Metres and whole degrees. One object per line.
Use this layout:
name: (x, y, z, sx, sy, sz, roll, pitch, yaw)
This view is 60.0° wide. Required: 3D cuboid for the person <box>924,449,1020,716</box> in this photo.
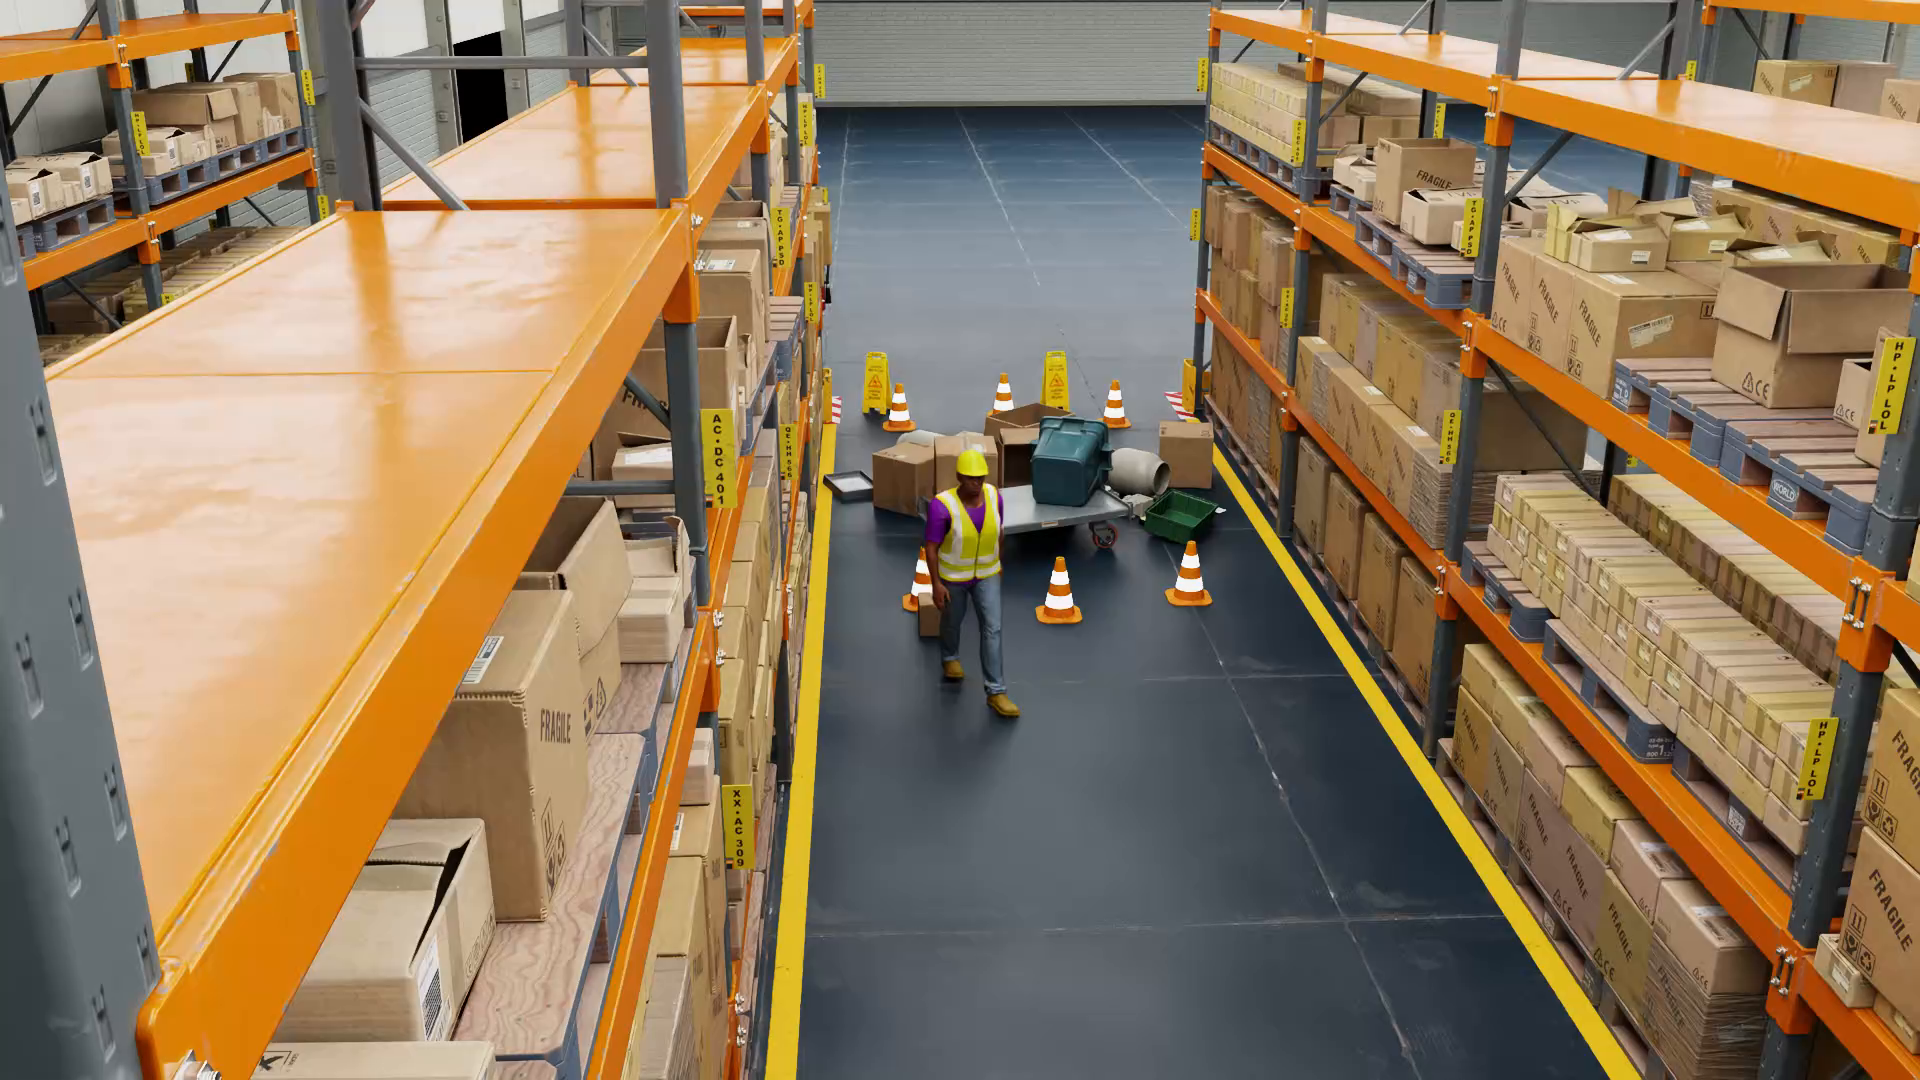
person: (0.065, 0.224, 10.907, 0.604, 1.699, 0.986, -6, 21, -16)
